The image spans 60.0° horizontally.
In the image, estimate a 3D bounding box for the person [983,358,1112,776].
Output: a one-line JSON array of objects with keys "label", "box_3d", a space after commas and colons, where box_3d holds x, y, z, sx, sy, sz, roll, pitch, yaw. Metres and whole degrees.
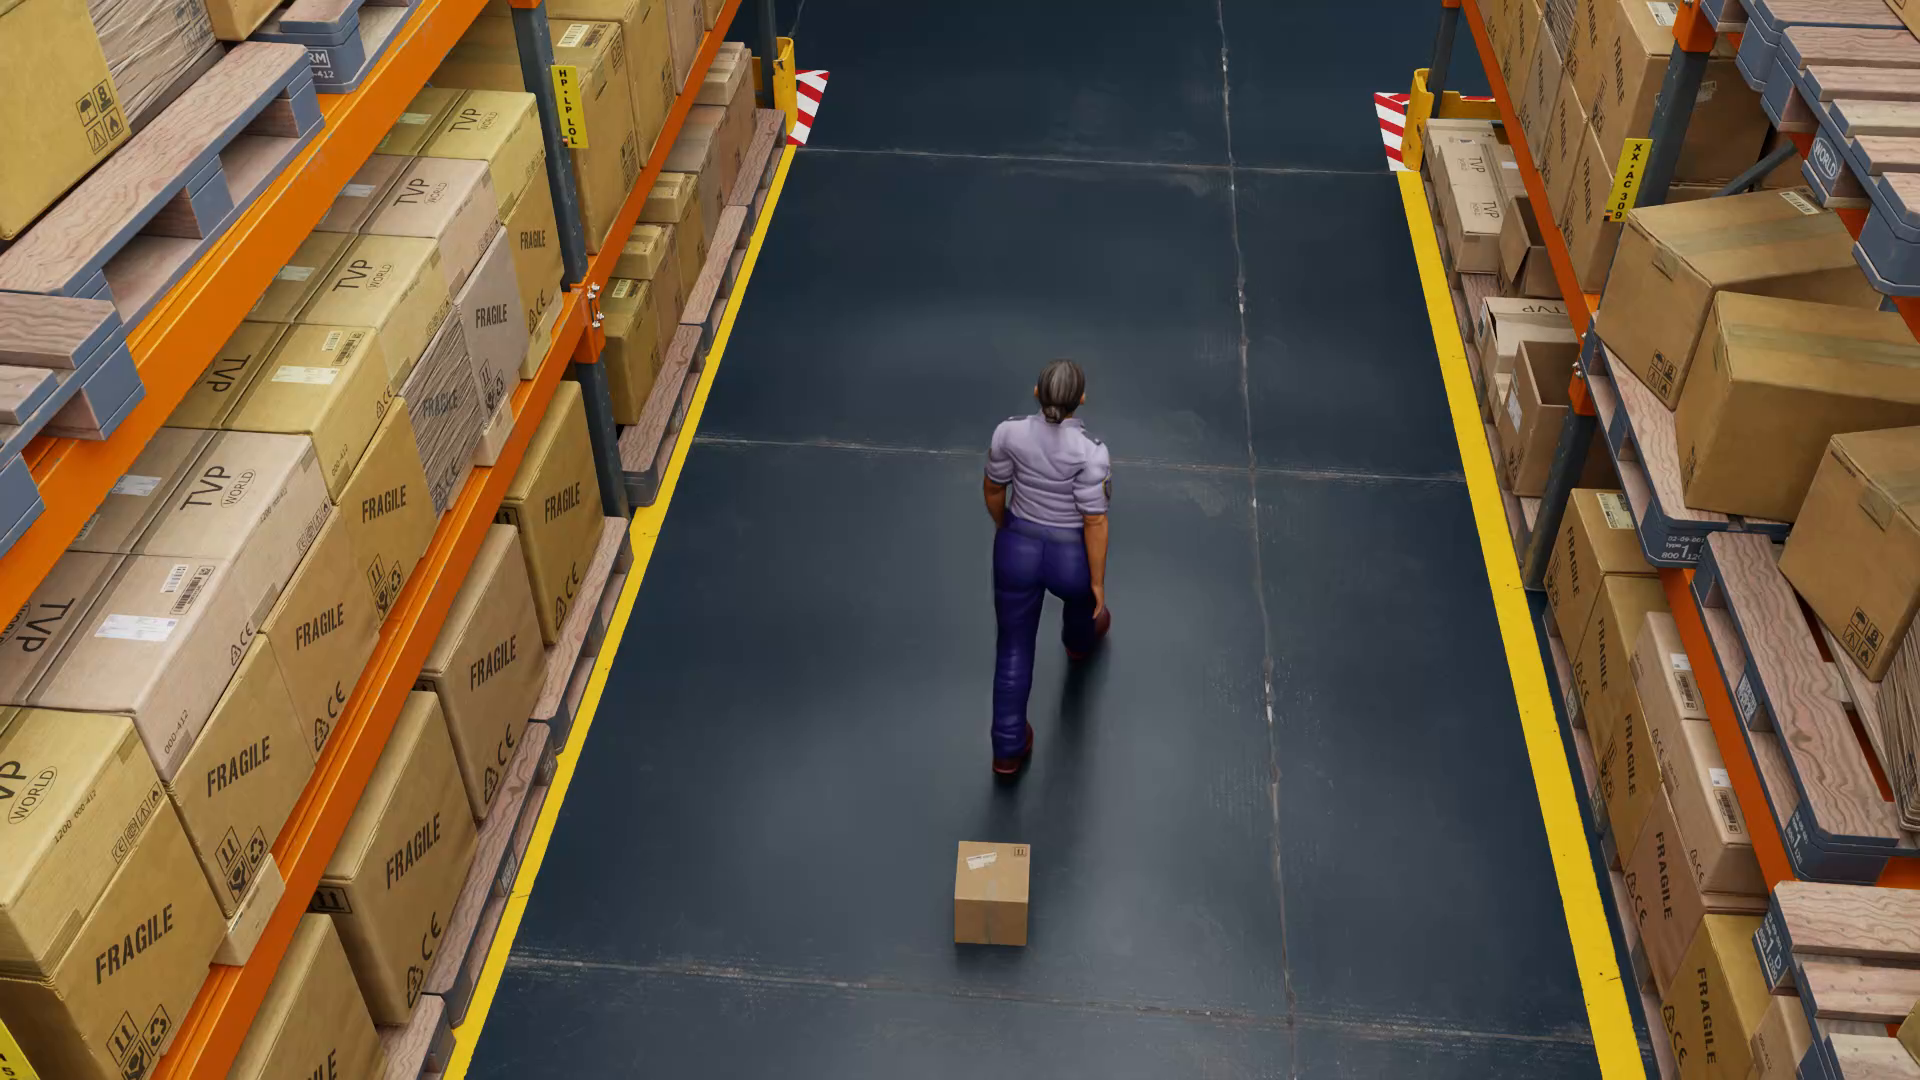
[{"label": "person", "box_3d": [0.324, 0.012, 6.158, 0.506, 1.573, 1.024, 10, 41, 11]}]
